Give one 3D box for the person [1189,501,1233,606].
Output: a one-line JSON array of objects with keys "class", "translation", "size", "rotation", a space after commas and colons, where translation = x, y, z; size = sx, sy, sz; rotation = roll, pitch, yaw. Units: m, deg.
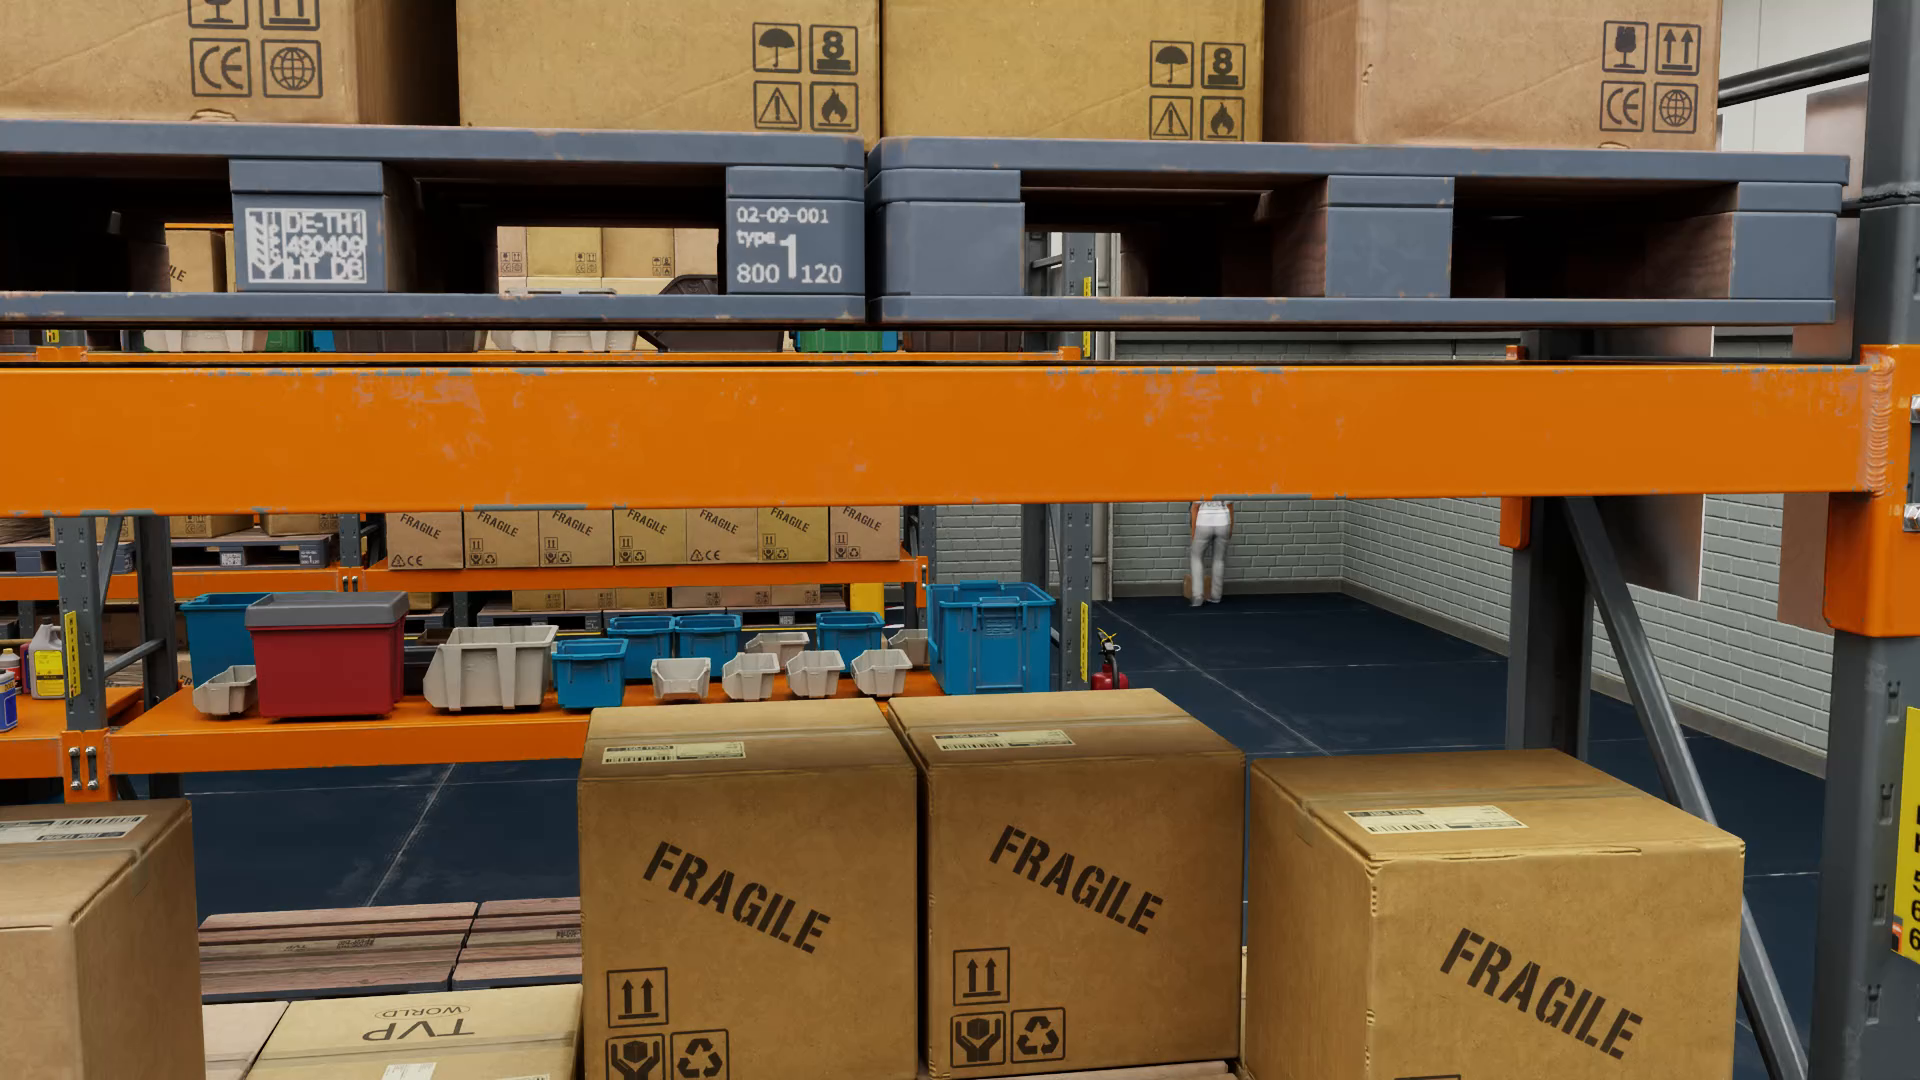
[{"class": "person", "translation": [2.765, -0.085, 18.363], "size": [0.492, 1.733, 0.453], "rotation": [-1, 7, -9]}]
